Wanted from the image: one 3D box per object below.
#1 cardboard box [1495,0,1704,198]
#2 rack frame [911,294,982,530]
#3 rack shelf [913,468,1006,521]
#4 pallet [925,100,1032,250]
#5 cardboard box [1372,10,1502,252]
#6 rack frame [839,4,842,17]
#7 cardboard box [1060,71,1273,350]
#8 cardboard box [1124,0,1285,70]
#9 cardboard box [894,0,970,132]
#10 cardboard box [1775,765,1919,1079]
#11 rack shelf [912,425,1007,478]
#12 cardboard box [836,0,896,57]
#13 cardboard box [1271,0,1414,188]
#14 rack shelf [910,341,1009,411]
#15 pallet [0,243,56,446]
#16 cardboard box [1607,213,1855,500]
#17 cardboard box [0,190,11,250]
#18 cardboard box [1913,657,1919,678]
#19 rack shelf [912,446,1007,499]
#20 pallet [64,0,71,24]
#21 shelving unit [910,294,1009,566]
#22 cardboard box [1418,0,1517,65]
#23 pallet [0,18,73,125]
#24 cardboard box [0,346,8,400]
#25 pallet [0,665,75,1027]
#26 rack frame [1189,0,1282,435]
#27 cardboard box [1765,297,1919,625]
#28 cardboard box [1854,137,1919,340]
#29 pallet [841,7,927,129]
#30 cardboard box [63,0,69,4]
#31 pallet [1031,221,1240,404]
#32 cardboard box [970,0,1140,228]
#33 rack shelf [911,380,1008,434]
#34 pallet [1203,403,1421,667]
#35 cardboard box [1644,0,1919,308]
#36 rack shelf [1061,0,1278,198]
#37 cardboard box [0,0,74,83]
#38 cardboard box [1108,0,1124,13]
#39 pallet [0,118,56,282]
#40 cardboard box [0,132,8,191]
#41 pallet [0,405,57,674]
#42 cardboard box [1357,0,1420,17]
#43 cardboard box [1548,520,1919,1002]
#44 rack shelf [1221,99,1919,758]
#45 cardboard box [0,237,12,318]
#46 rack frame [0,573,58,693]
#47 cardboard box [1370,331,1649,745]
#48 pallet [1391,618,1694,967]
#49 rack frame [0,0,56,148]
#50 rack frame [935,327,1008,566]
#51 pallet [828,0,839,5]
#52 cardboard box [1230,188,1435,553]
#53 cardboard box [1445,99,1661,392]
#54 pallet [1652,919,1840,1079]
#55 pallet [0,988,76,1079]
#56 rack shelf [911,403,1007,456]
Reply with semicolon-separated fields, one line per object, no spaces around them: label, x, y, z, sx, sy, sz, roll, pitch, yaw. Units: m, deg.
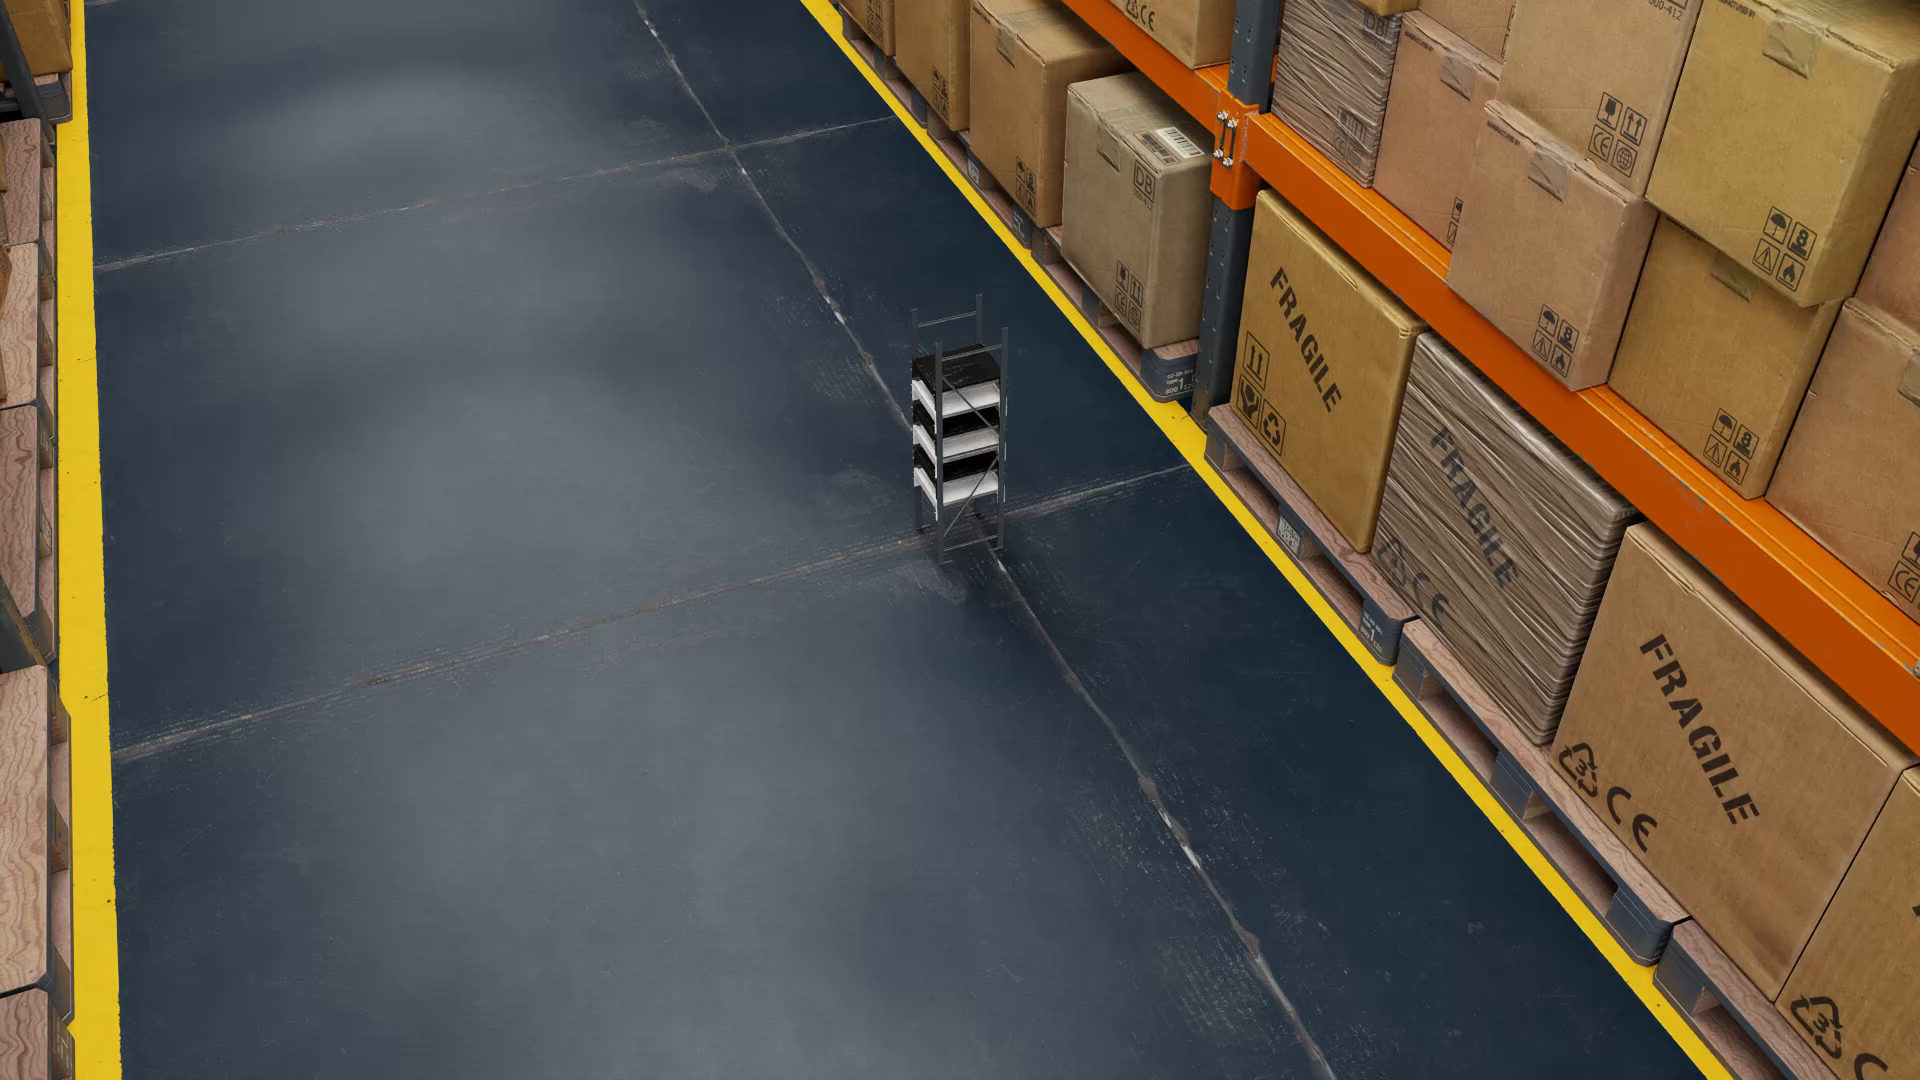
cardboard box;1.861;-1.266;3.978;0.875;0.550;0.550;-15;43;-17
rack frame;-0.042;-0.407;5.534;0.240;0.900;0.006;-15;43;-17
rack shelf;-0.003;-0.184;5.601;0.258;0.077;0.200;-15;43;-17
pallet;0.519;-1.817;7.701;1.003;0.211;1.213;-15;43;-17
cardboard box;1.738;-1.204;4.735;0.875;0.550;0.550;-15;43;-17
rack frame;-0.176;-4.102;8.219;1.000;3.000;0.127;-15;43;-17
cardboard box;1.034;-1.350;6.423;1.050;0.750;0.750;-15;43;-17
cardboard box;0.908;-1.978;5.673;0.500;0.500;0.500;-15;43;-17
cardboard box;0.311;-2.493;7.752;1.050;0.750;0.750;-14;43;-16
cardboard box;2.564;0.972;3.627;0.875;0.875;0.875;-15;43;-17
rack shelf;-0.003;-0.321;5.484;0.258;0.077;0.200;-15;43;-17
cardboard box;-0.026;-3.019;8.363;1.050;0.750;0.750;-16;43;-17
cardboard box;1.506;-1.530;5.113;0.875;0.550;0.550;-15;43;-17
rack shelf;-0.003;-0.526;5.308;0.258;0.077;0.200;-15;43;-17
pallet;-4.037;-0.663;6.359;1.003;0.211;1.213;-15;43;-17
cardboard box;2.131;-0.555;3.980;0.875;0.550;0.500;-15;43;-17
cardboard box;-4.299;-1.415;6.674;0.700;0.500;0.500;-19;44;-20
cardboard box;2.470;0.122;3.192;0.875;0.550;0.550;-15;43;-17
rack shelf;-0.003;-0.253;5.543;0.258;0.077;0.200;-15;43;-17
pallet;-5.492;-3.096;9.188;1.003;0.211;1.213;-15;43;-17
shelving unit;-0.003;-0.346;5.462;0.258;0.900;0.210;-15;43;-17
cardboard box;1.781;-1.625;4.396;0.875;0.550;0.550;-15;43;-17
pallet;-5.030;-2.362;8.335;1.003;0.211;1.213;-15;43;-17
cardboard box;-3.862;-0.739;5.888;0.700;0.500;0.500;-19;44;-20
pallet;-2.977;0.937;4.498;1.003;0.211;1.213;-15;43;-17
rack frame;1.354;-1.692;5.417;1.000;3.000;0.127;-15;43;-17
cardboard box;2.372;-0.246;3.621;0.875;0.550;0.550;-15;43;-17
cardboard box;2.394;-0.662;3.276;0.875;0.550;0.550;-15;43;-17
pallet;0.056;-2.551;8.554;1.003;0.211;1.213;-15;43;-17
cardboard box;-5.376;-3.239;8.523;1.225;0.875;0.875;-15;43;-17
pallet;0.989;-1.081;6.845;1.003;0.211;1.213;-15;43;-17
cardboard box;0.668;-1.932;7.099;1.050;0.750;0.750;-15;43;-17
rack shelf;-0.003;-0.457;5.367;0.258;0.077;0.200;-15;43;-17
pallet;1.573;-0.157;5.771;1.003;0.211;1.213;-15;43;-17
cardboard box;2.071;-0.949;3.609;0.875;0.550;0.500;-15;43;-17
rack shelf;0.589;-2.624;7.053;1.077;0.370;4.000;-15;43;-17
cardboard box;-5.042;-2.700;7.897;1.225;0.875;0.875;-17;44;-19
cardboard box;0.714;-2.282;6.027;0.500;0.500;0.500;-16;43;-17
pallet;-4.500;-1.397;7.213;1.003;0.211;1.213;-15;43;-17
cardboard box;-4.523;-1.746;7.059;0.700;0.500;0.500;-17;44;-19
pallet;-3.566;0.073;5.503;1.003;0.211;1.213;-15;43;-17
cardboard box;1.464;-1.928;4.748;0.875;0.550;0.550;-15;43;-17
cardboard box;2.226;0.442;4.243;0.875;0.875;0.875;-16;43;-18
rack shelf;2.119;-0.215;4.251;1.077;0.370;4.000;-15;43;-17
cardboard box;-4.075;-1.075;6.279;0.700;0.500;0.500;-12;42;-13
rack frame;-3.267;-0.516;4.049;1.000;3.000;0.127;-15;43;-17
cardboard box;1.879;-0.107;4.882;0.875;0.875;0.875;-15;43;-17
pallet;2.044;0.579;4.915;1.003;0.211;1.213;-15;43;-17
rack frame;-4.797;-2.925;6.851;1.000;3.000;0.127;-15;43;-17
rack frame;0.036;-0.285;5.391;0.240;0.900;0.006;-15;43;-17
pallet;-0.474;-3.516;9.676;1.003;0.211;1.213;-15;43;-17
cardboard box;1.530;-0.650;5.512;0.875;0.875;0.875;-14;43;-16
cardboard box;1.836;-0.850;4.322;0.875;0.550;0.550;-15;43;-17
pallet;2.506;1.313;4.062;1.003;0.211;1.213;-15;43;-17
pallet;-2.507;1.673;3.642;1.003;0.211;1.213;-15;43;-17
rack shelf;-0.003;-0.389;5.425;0.258;0.077;0.200;-15;43;-17
